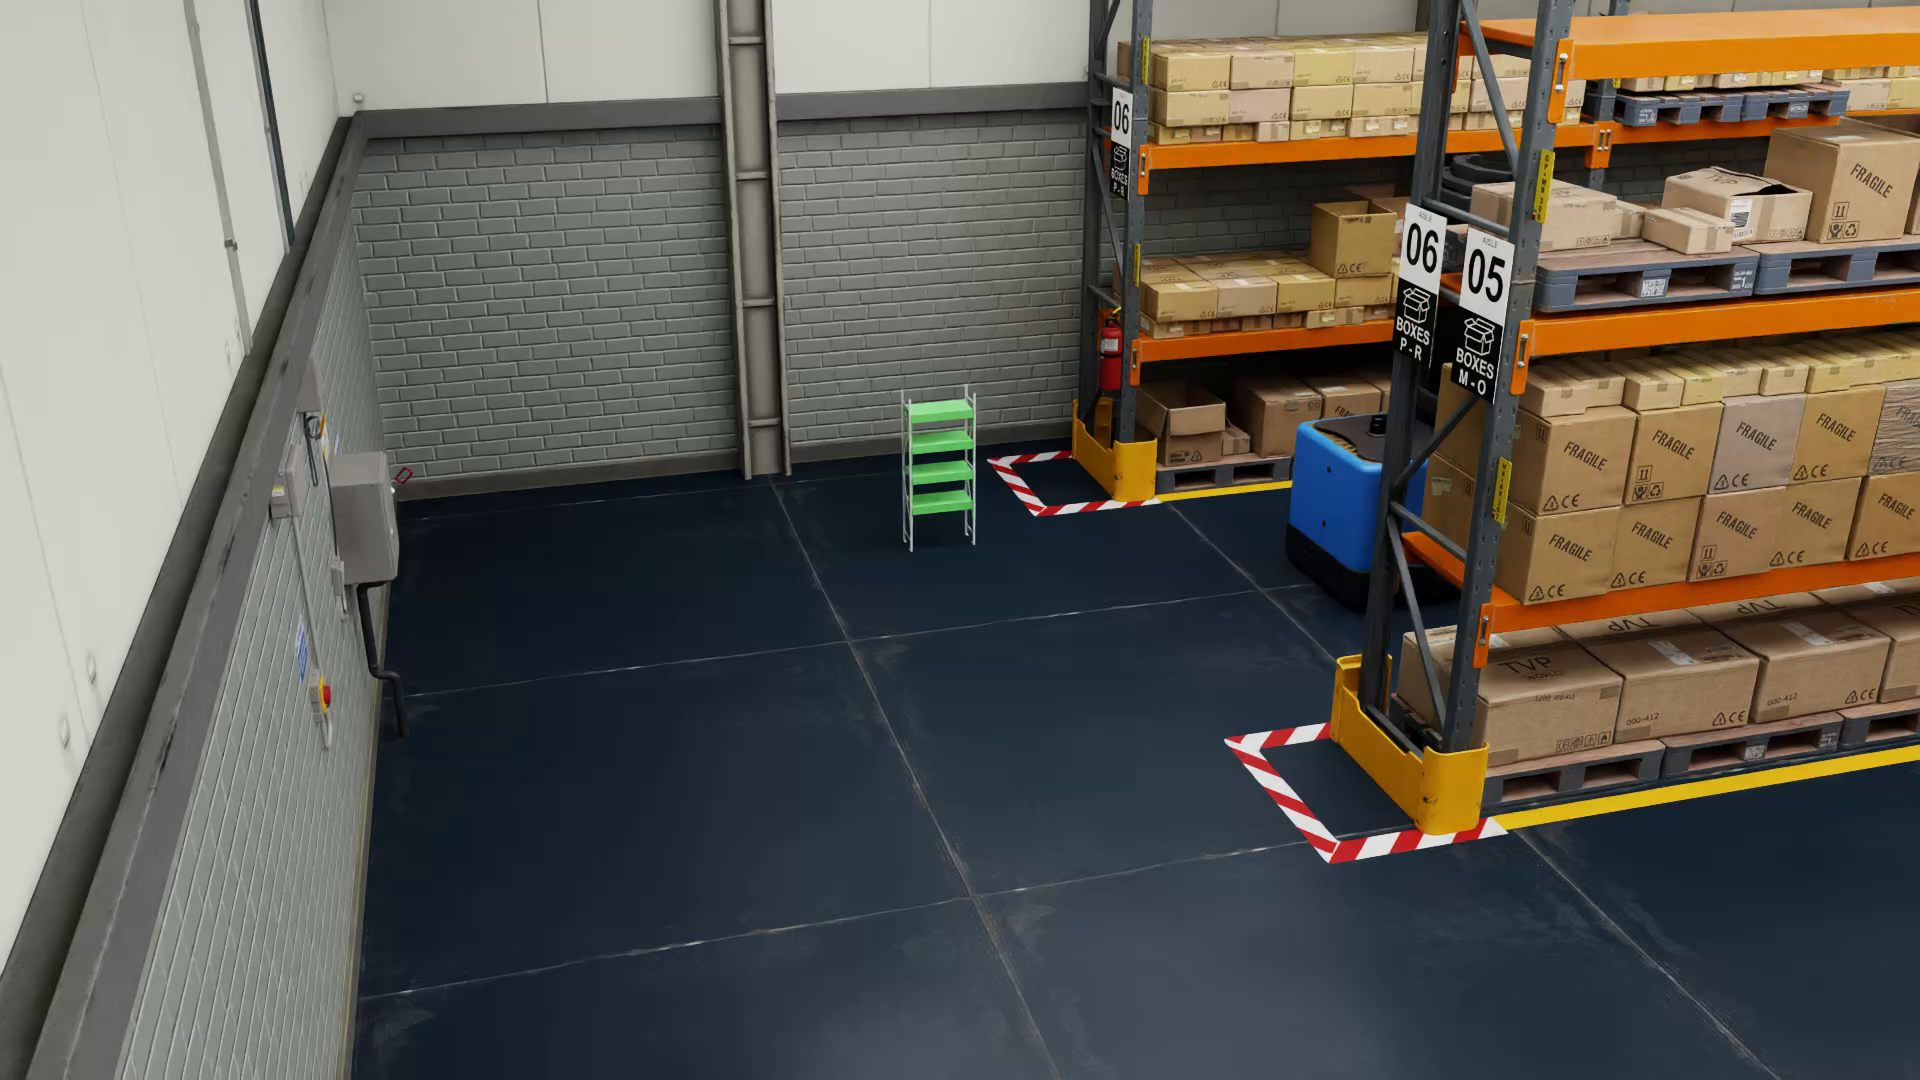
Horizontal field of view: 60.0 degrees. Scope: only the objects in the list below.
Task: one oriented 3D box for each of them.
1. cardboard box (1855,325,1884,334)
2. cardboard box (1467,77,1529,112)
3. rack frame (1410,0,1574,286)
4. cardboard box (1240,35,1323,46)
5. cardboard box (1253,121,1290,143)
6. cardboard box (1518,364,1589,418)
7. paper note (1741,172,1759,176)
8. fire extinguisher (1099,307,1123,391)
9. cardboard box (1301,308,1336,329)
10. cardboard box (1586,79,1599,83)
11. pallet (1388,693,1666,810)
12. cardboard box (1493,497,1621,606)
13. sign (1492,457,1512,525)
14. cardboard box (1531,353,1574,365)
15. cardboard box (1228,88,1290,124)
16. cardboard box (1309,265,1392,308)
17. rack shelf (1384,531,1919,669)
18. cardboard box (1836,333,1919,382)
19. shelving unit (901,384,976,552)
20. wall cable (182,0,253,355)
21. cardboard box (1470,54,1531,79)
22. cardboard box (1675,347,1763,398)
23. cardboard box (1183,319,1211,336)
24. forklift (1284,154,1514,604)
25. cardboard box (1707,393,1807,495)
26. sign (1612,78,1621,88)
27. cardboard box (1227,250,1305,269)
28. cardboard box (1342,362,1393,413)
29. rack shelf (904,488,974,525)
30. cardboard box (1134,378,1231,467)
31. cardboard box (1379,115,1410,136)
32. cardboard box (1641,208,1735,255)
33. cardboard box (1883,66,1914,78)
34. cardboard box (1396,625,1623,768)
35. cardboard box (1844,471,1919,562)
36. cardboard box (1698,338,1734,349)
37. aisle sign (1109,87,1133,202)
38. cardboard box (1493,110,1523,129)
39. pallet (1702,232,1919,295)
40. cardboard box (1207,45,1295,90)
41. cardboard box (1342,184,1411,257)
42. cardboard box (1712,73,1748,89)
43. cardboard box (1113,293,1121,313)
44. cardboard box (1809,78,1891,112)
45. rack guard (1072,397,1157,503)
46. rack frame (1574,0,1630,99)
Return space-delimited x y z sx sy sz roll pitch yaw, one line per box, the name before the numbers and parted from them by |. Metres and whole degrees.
cardboard box | 5.022 -1.218 9.498 0.250 0.149 0.380 -7 24 -16
cardboard box | 4.154 -3.572 13.209 0.500 0.250 0.500 -7 24 -16
rack frame | 2.542 -2.778 7.742 0.127 3.000 1.000 -6 24 -14
cardboard box | 2.544 -3.848 13.220 0.500 0.250 0.500 -6 24 -14
cardboard box | 2.332 -3.160 12.755 0.250 0.149 0.380 -6 24 -13
cardboard box | 2.958 -0.757 8.423 0.250 0.149 0.380 -6 24 -13
paper note | 4.407 -2.039 9.286 0.123 0.032 0.006 -6 24 -14
fire extinguisher | 1.180 -1.507 12.959 0.183 0.674 0.296 -6 24 -14
cardboard box | 2.842 -1.839 13.480 0.250 0.149 0.380 -7 24 -16
cardboard box | 5.322 -3.892 13.801 0.250 0.149 0.380 -6 24 -15
pallet | 3.290 1.146 9.743 1.213 0.211 1.003 -6 24 -14
cardboard box | 3.081 -0.009 8.770 0.500 0.500 0.500 -7 24 -15
sign | 2.686 -0.244 8.246 0.005 0.325 0.100 -6 24 -14
cardboard box | 3.071 -0.975 8.931 0.250 0.149 0.380 -6 24 -13
cardboard box | 2.182 -3.357 12.708 0.500 0.250 0.500 -6 24 -13
cardboard box | 3.166 -2.090 13.561 0.500 0.250 0.500 -7 24 -16
rack shelf | 4.467 0.097 9.563 4.000 0.370 1.077 -6 24 -14
cardboard box | 4.934 -0.985 8.954 0.250 0.149 0.380 -7 24 -15
shelving unit | -0.159 -0.534 12.402 0.503 1.200 0.258 -6 24 -14
wall cable | -2.859 -2.065 6.081 0.029 3.000 0.463 -6 24 -14
cardboard box | 4.141 -3.805 13.118 0.500 0.250 0.500 -7 24 -15
cardboard box | 3.960 -0.879 8.708 0.250 0.149 0.380 -6 24 -14
cardboard box | 1.820 -1.765 13.308 0.250 0.149 0.380 -6 24 -13
forklift | 3.976 -1.206 11.773 3.031 2.935 1.130 -7 24 -16
cardboard box | 4.070 -0.585 8.844 0.500 0.500 0.500 -6 24 -15
sign | 5.203 -3.742 13.137 0.005 0.325 0.100 -6 24 -14
cardboard box | 2.543 -2.228 13.882 0.500 0.250 0.500 -6 24 -13
cardboard box | 3.645 -1.165 14.230 0.500 0.500 0.700 -7 24 -16
rack shelf | -0.159 -0.254 12.522 0.480 0.148 0.258 -6 24 -14
cardboard box | 1.812 -0.980 13.793 0.637 0.503 0.797 -7 24 -16
cardboard box | 3.308 -3.269 13.008 0.250 0.149 0.380 -6 24 -13
cardboard box | 3.651 -1.551 8.347 0.250 0.149 0.380 -5 24 -12
cardboard box | 7.881 -4.039 14.170 0.250 0.149 0.380 -6 24 -14
cardboard box | 3.150 0.855 9.600 0.875 0.438 0.875 -7 24 -16
cardboard box | 5.041 -0.231 9.287 0.500 0.500 0.500 -7 24 -15
cardboard box | 4.047 -1.095 9.212 0.250 0.149 0.380 -6 24 -13
aisle sign | 1.211 -2.981 12.527 0.004 0.787 0.394 -6 24 -14
cardboard box | 4.285 -3.394 13.299 0.250 0.149 0.380 -6 24 -13
pallet | 4.430 -1.573 8.851 1.213 0.211 1.003 -6 24 -14
cardboard box | 2.187 -3.580 12.594 0.500 0.250 0.500 -6 24 -15
cardboard box | 3.543 -2.686 13.998 0.500 0.500 0.500 -7 24 -16
cardboard box | 6.186 -3.787 13.557 0.250 0.149 0.380 -6 24 -14
cardboard box | 1.444 -1.927 13.685 0.250 0.149 0.380 -7 24 -15
cardboard box | 7.506 -3.813 14.148 0.500 0.250 0.500 -6 24 -14
rack guard | 1.270 -0.764 13.828 0.348 0.500 1.175 -6 24 -14
rack frame | 5.049 -5.088 13.126 0.127 3.000 1.000 -6 24 -14
